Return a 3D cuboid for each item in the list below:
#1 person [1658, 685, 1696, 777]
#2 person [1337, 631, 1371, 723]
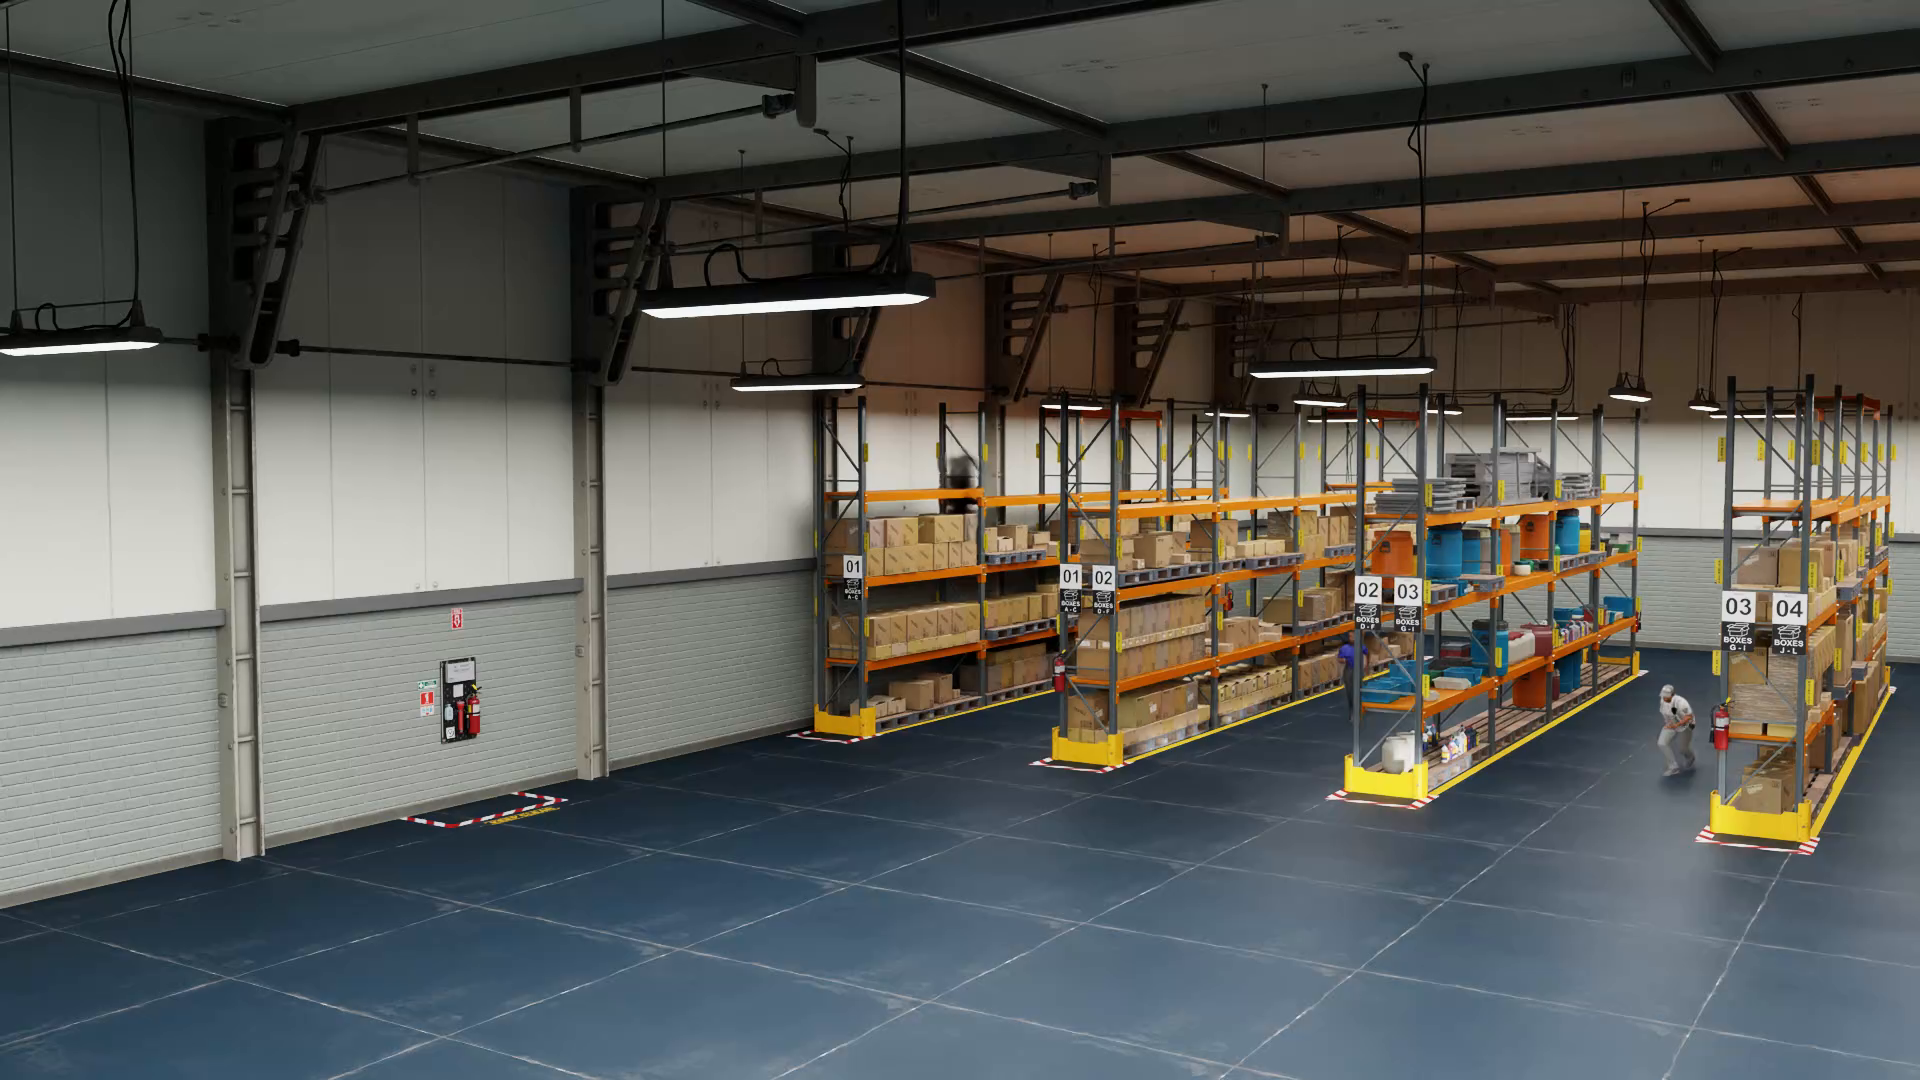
[{"bbox_3d":[11.181,2.942,25.823,1.143,1.463,0.589,-2,4,-39],"label":"person"},{"bbox_3d":[7.344,2.544,31.061,0.561,1.715,0.831,1,3,24],"label":"person"}]
